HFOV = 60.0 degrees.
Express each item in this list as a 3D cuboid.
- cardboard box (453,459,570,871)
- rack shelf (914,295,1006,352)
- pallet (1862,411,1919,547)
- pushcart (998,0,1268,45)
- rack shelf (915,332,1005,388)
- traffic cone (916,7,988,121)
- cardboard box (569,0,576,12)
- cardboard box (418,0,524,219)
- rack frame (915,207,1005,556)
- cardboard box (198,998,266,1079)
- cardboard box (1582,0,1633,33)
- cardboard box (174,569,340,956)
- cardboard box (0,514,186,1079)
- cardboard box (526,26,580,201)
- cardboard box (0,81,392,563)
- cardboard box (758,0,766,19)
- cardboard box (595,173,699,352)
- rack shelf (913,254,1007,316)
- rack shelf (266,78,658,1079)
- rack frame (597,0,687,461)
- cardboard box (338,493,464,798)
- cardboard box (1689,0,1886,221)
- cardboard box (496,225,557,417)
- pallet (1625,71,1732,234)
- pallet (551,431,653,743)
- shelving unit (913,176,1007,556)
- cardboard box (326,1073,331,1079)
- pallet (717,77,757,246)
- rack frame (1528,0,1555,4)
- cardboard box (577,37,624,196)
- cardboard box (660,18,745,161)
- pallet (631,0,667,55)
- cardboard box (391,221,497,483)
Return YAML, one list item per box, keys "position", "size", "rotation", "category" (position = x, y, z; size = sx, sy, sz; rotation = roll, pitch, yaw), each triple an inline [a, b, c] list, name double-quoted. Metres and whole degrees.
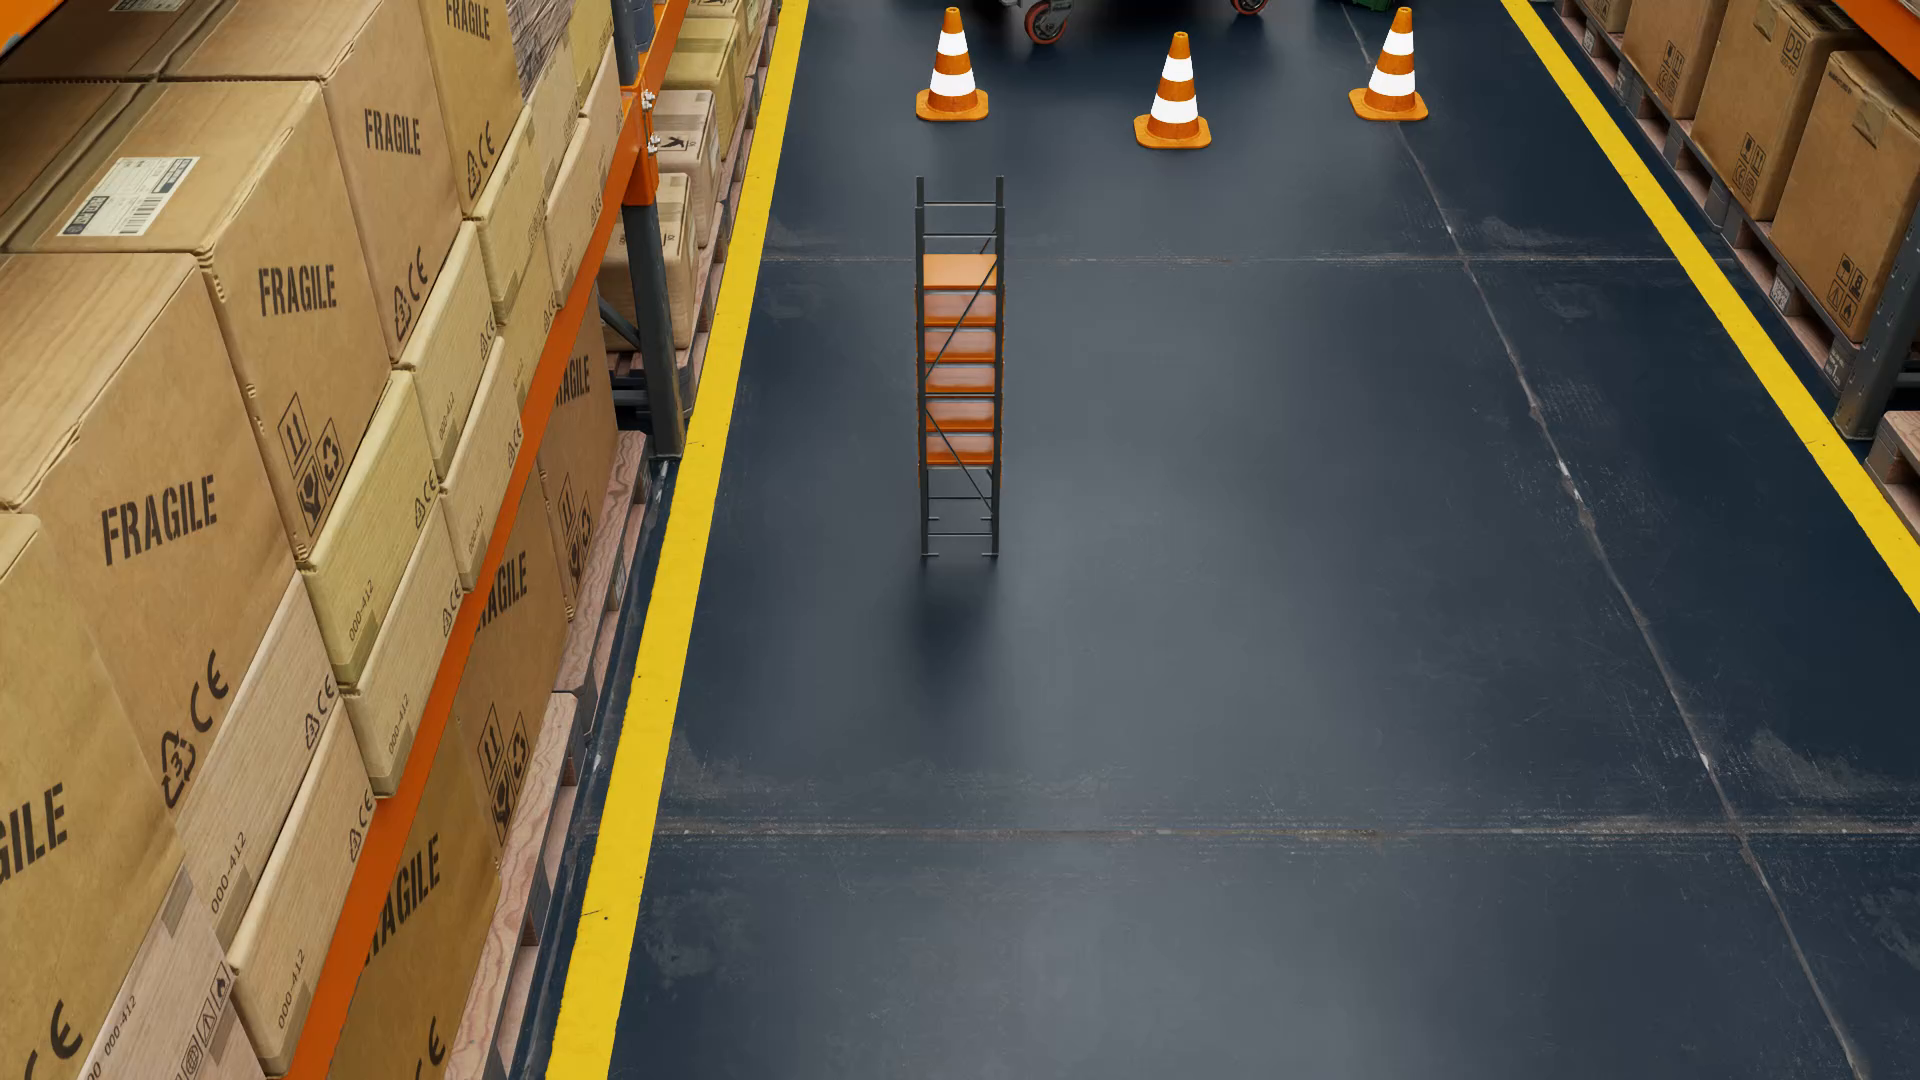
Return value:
- position: [-1.519, 0.179, 3.992]
  size: [0.875, 0.875, 0.875]
  rotation: [0, 39, 1]
  category: "cardboard box"
- position: [0.000, -0.630, 4.764]
  size: [0.258, 0.103, 0.180]
  rotation: [0, 39, 0]
  category: "rack shelf"
- position: [3.516, 0.034, 5.039]
  size: [1.003, 0.211, 1.213]
  rotation: [0, 39, 0]
  category: "pallet"
- position: [0.842, -2.988, 8.676]
  size: [1.648, 0.377, 0.936]
  rotation: [-13, 40, -16]
  category: "pushcart"
- position: [0.000, -0.536, 4.839]
  size: [0.258, 0.103, 0.180]
  rotation: [0, 39, 0]
  category: "rack shelf"
- position: [-0.037, -2.213, 7.642]
  size: [0.336, 0.463, 0.334]
  rotation: [0, 39, 0]
  category: "traffic cone"
- position: [-1.171, -1.583, 3.947]
  size: [0.500, 0.500, 0.500]
  rotation: [-1, 39, -1]
  category: "cardboard box"
- position: [-1.168, -0.951, 3.159]
  size: [0.500, 0.500, 0.500]
  rotation: [0, 39, 0]
  category: "cardboard box"
- position: [0.000, -0.420, 4.815]
  size: [0.240, 1.200, 0.006]
  rotation: [0, 39, 0]
  category: "rack frame"
- position: [-1.165, 0.808, 1.963]
  size: [0.500, 0.250, 0.500]
  rotation: [-1, 39, -1]
  category: "cardboard box"
- position: [3.603, -2.942, 7.986]
  size: [1.050, 0.750, 0.750]
  rotation: [0, 39, 0]
  category: "cardboard box"
- position: [-1.176, 0.287, 2.213]
  size: [0.500, 0.250, 0.500]
  rotation: [1, 39, 1]
  category: "cardboard box"
- position: [-1.142, 0.320, 1.572]
  size: [0.500, 0.500, 0.500]
  rotation: [0, 39, 0]
  category: "cardboard box"
- position: [-1.174, -0.990, 3.806]
  size: [0.500, 0.250, 0.500]
  rotation: [-1, 39, -1]
  category: "cardboard box"
- position: [-1.168, -0.311, 2.360]
  size: [0.500, 0.500, 0.500]
  rotation: [-1, 39, -1]
  category: "cardboard box"
- position: [-1.435, -2.788, 8.096]
  size: [0.950, 0.372, 0.625]
  rotation: [0, 39, 1]
  category: "cardboard box"
- position: [-1.424, -0.968, 5.825]
  size: [0.950, 0.372, 0.625]
  rotation: [-2, 39, -3]
  category: "cardboard box"
- position: [0.000, -0.724, 4.689]
  size: [0.258, 0.103, 0.180]
  rotation: [0, 39, 0]
  category: "rack shelf"
- position: [-1.431, 0.055, 3.358]
  size: [1.077, 0.370, 4.000]
  rotation: [0, 39, 0]
  category: "rack shelf"
- position: [-1.433, -1.476, 4.694]
  size: [1.000, 3.000, 0.127]
  rotation: [0, 39, 0]
  category: "rack frame"
- position: [-1.152, 0.164, 2.767]
  size: [0.500, 0.250, 0.500]
  rotation: [0, 39, 0]
  category: "cardboard box"
- position: [3.601, -1.757, 6.507]
  size: [1.050, 0.750, 0.750]
  rotation: [1, 39, 1]
  category: "cardboard box"
- position: [-1.172, -0.468, 3.555]
  size: [0.500, 0.250, 0.500]
  rotation: [0, 39, -1]
  category: "cardboard box"
- position: [3.592, -1.709, 7.214]
  size: [1.003, 0.211, 1.213]
  rotation: [0, 39, 0]
  category: "pallet"
- position: [-1.508, 0.105, 4.950]
  size: [1.003, 0.211, 1.213]
  rotation: [0, 39, 0]
  category: "pallet"
- position: [0.000, -0.477, 4.886]
  size: [0.258, 1.200, 0.189]
  rotation: [0, 39, 0]
  category: "shelving unit"
- position: [-1.509, 1.303, 2.589]
  size: [0.875, 0.875, 0.875]
  rotation: [1, 39, 1]
  category: "cardboard box"
- position: [-1.431, -1.638, 7.125]
  size: [1.003, 0.211, 1.213]
  rotation: [0, 39, 0]
  category: "pallet"
- position: [3.512, -4.045, 7.898]
  size: [1.000, 3.000, 0.127]
  rotation: [0, 39, 0]
  category: "rack frame"
- position: [-1.173, -1.102, 4.346]
  size: [0.500, 0.250, 0.500]
  rotation: [-1, 39, -2]
  category: "cardboard box"
- position: [-1.428, -1.904, 6.993]
  size: [0.950, 0.372, 0.625]
  rotation: [1, 39, 1]
  category: "cardboard box"
- position: [-1.541, -1.847, 5.310]
  size: [1.213, 0.211, 1.003]
  rotation: [0, 39, 0]
  category: "pallet"
- position: [-1.153, -0.345, 3.002]
  size: [0.500, 0.250, 0.500]
  rotation: [-1, 39, -1]
  category: "cardboard box"
